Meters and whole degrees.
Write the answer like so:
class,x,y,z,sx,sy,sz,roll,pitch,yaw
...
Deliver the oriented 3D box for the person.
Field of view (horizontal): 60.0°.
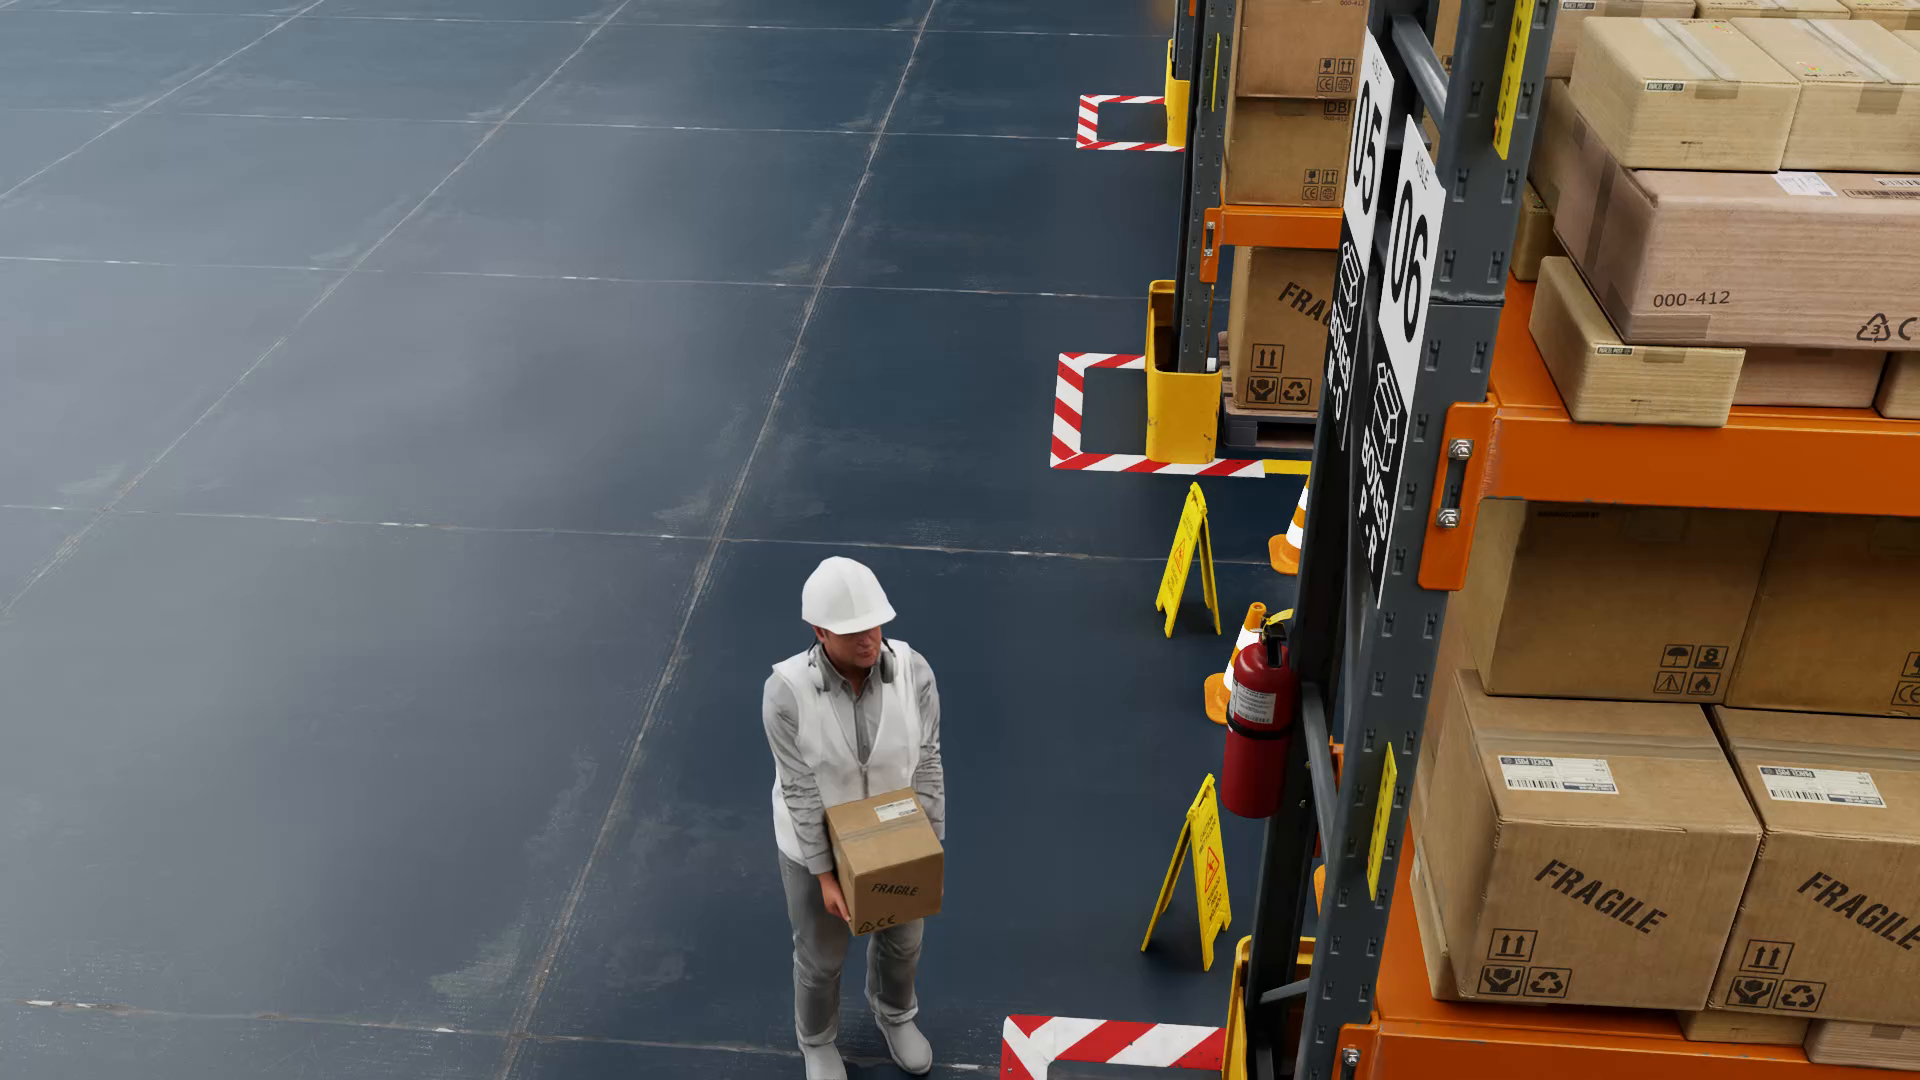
class,x,y,z,sx,sy,sz,roll,pitch,yaw
person,-0.257,0.883,4.691,0.495,1.768,0.554,-12,34,-19
